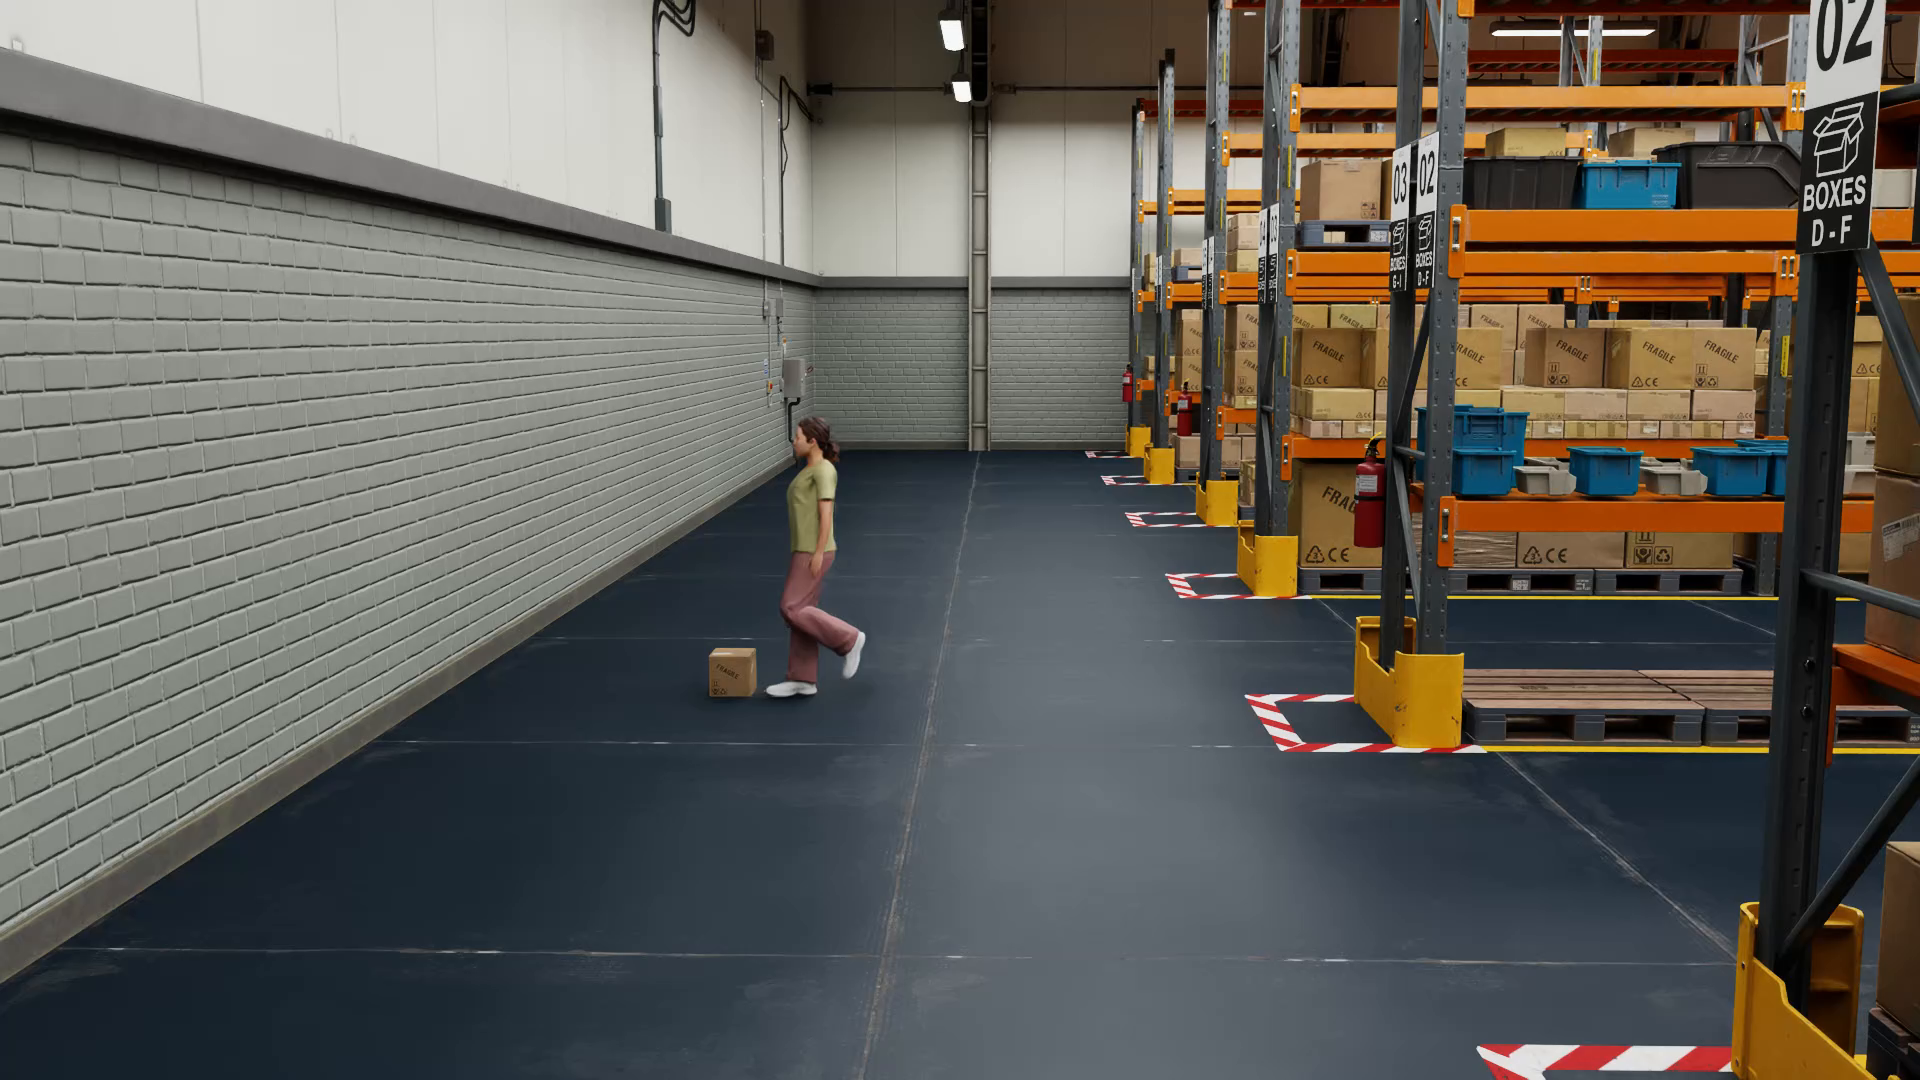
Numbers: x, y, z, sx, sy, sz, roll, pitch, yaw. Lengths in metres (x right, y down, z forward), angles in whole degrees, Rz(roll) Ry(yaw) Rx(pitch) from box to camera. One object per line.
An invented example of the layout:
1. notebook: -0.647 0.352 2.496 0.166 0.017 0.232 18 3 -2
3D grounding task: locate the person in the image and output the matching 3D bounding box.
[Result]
1. person: -0.887 0.096 9.989 0.599 1.666 0.508 -2 8 -16
